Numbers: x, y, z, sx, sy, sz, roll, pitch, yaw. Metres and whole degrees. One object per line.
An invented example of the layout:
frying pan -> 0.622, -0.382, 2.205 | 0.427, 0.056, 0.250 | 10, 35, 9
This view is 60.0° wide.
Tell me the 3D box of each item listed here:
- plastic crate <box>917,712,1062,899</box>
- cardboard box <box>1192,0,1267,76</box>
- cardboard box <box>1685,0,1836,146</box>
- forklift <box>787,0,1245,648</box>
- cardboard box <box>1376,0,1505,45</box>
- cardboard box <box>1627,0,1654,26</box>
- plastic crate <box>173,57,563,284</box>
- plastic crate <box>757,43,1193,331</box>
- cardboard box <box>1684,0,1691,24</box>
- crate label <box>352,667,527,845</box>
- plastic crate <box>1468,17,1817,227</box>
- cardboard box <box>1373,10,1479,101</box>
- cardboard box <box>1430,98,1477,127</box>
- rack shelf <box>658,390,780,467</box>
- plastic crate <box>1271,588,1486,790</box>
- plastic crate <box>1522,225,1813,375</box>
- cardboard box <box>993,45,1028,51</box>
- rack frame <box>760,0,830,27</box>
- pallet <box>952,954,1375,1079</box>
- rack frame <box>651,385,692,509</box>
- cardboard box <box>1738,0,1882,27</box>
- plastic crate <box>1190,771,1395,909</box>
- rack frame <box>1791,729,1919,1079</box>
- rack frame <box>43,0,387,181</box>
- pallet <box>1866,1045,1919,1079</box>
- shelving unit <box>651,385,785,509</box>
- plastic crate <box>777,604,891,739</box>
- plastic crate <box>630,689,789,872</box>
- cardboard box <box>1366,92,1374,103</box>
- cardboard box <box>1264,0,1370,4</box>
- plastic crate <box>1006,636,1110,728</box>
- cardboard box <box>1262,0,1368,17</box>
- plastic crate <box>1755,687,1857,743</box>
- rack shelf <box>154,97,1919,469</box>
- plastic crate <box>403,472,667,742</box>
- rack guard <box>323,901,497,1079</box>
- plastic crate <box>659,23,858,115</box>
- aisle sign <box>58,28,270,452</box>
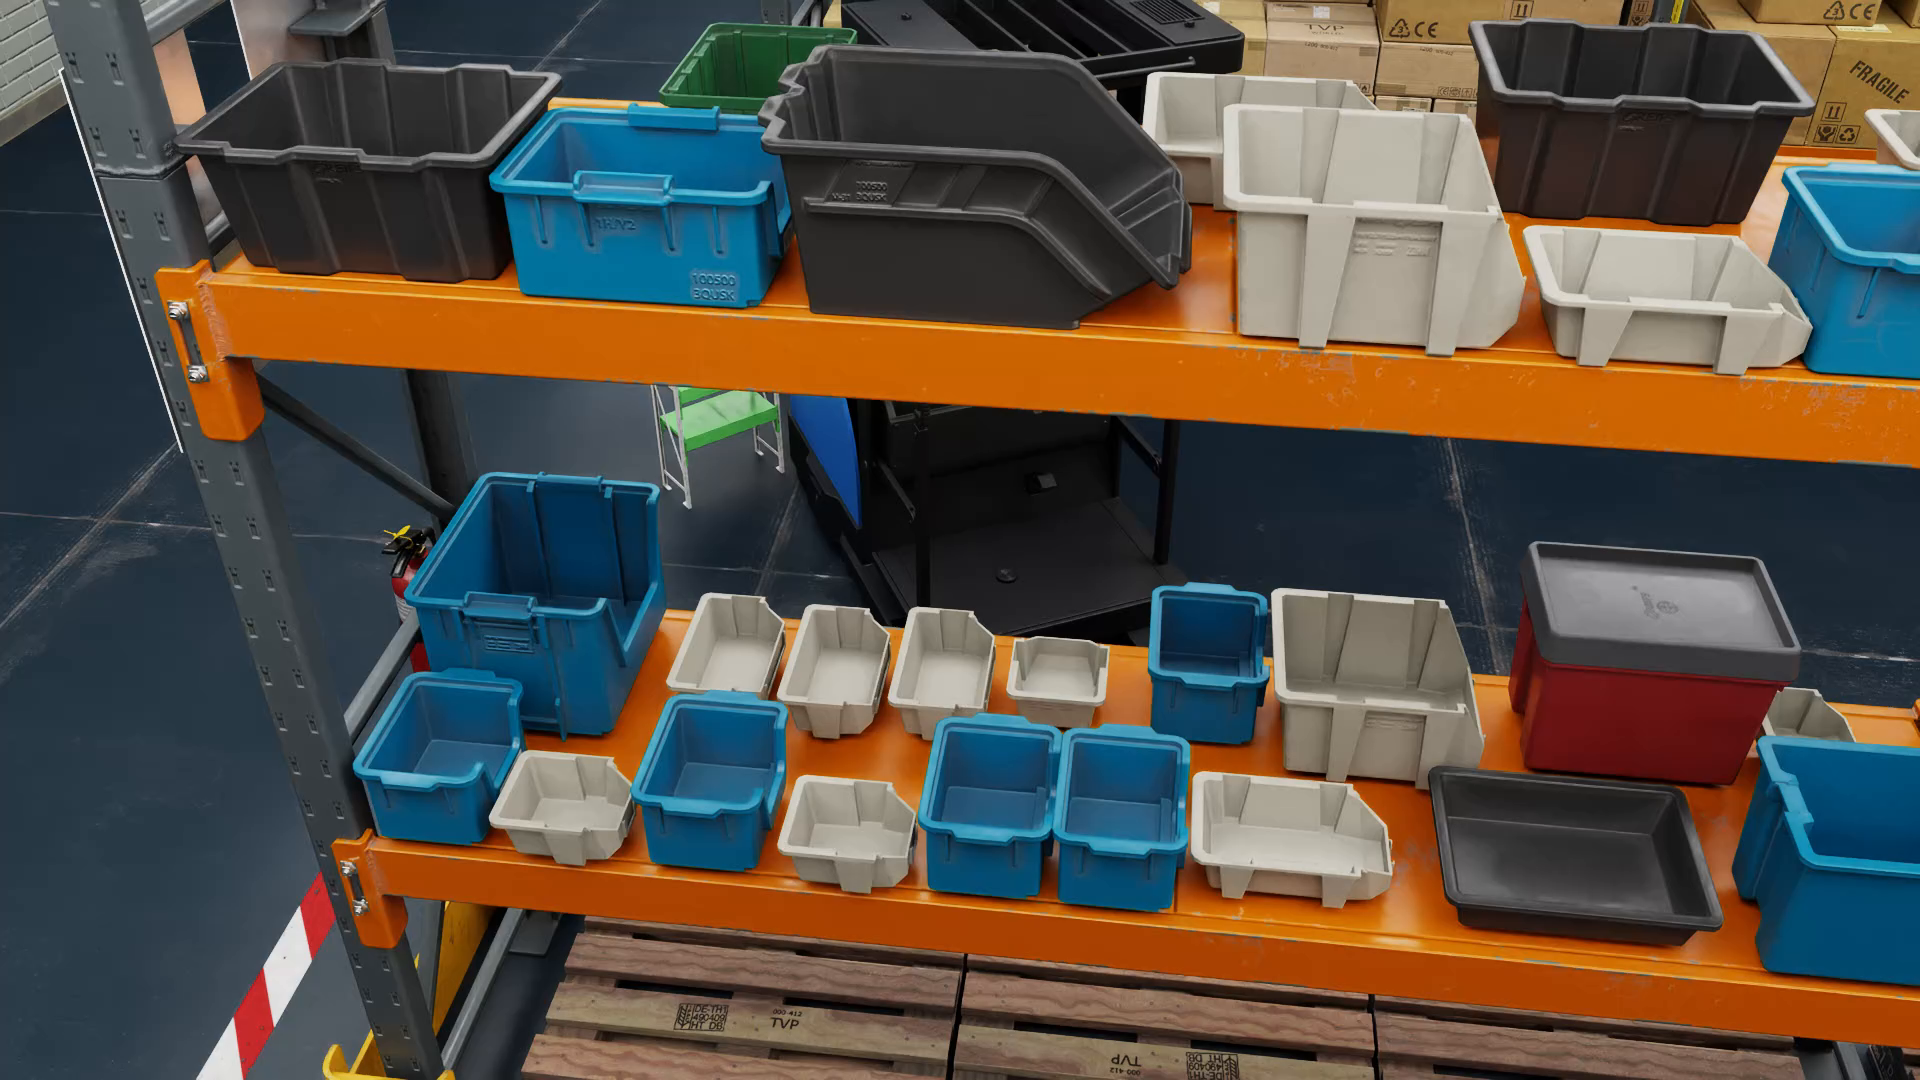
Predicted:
plastic crate -> 0.073, 0.631, 3.877 | 0.300, 0.233, 0.416 | 4, 36, 6
cardboard box -> 1.169, -2.332, 7.808 | 0.500, 0.250, 0.500 | 4, 36, 5
cardboard box -> 3.587, -2.139, 7.579 | 0.500, 0.500, 0.500 | 4, 36, 6
forklift -> 0.227, -0.855, 5.926 | 1.130, 2.935, 3.031 | -13, 37, -17
cardboard box -> 2.176, -2.561, 7.484 | 0.500, 0.500, 0.500 | 5, 36, 6
cardboard box -> 5.119, -4.035, 12.111 | 0.500, 0.500, 0.500 | 6, 36, 8
plastic crate -> -1.089, -0.697, 3.175 | 0.590, 0.269, 0.497 | 4, 36, 6
plastic crate -> 0.045, -0.643, 3.040 | 0.767, 0.338, 0.504 | 4, 36, 6
cardboard box -> 3.661, -2.440, 8.000 | 0.500, 0.500, 0.500 | 4, 36, 6
crate label -> -1.233, 0.533, 4.013 | 0.303, 0.233, 0.416 | 4, 36, 6
plastic crate -> 1.335, -0.840, 3.375 | 0.590, 0.269, 0.497 | 4, 36, 6
cardboard box -> 2.178, -2.255, 7.700 | 0.500, 0.250, 0.500 | 5, 36, 7
cardboard box -> 2.309, -2.046, 7.751 | 0.250, 0.149, 0.380 | 4, 36, 5
rack shelf -> -1.084, -0.522, 7.472 | 0.480, 0.148, 0.258 | -23, 42, -29
plastic crate -> 1.041, 0.382, 4.183 | 0.530, 0.282, 0.437 | 4, 36, 6
plastic crate -> 1.222, -0.411, 2.889 | 0.466, 0.136, 0.293 | 4, 36, 6
cardboard box -> 0.153, -2.407, 7.913 | 0.500, 0.250, 0.500 | 4, 36, 5
rack frame -> -0.805, -2.572, 8.272 | 0.127, 3.000, 1.000 | 4, 36, 6
pallet -> 0.584, 1.592, 4.838 | 1.213, 0.211, 1.003 | 4, 36, 6
rack frame -> -1.279, -0.685, 7.176 | 0.015, 1.200, 0.240 | -23, 42, -29
cardboard box -> 3.797, -2.683, 7.477 | 0.637, 0.503, 0.797 | 3, 36, 5
plastic crate -> 0.766, 0.705, 3.856 | 0.466, 0.136, 0.293 | 4, 36, 6
rack frame -> 2.532, 0.578, 3.859 | 0.127, 3.000, 1.000 | 4, 36, 6
rack frame -> -1.436, -2.160, 2.531 | 0.127, 3.000, 1.000 | 4, 36, 6
pallet -> 3.292, 1.794, 4.555 | 1.213, 0.211, 1.003 | 4, 36, 6
shelving unit -> -1.084, -0.769, 7.295 | 0.503, 1.200, 0.258 | -23, 42, -29
plastic crate -> -0.318, 0.350, 4.352 | 0.243, 0.136, 0.396 | 4, 36, 6
plastic crate -> -0.580, 0.582, 3.945 | 0.300, 0.233, 0.416 | 4, 36, 6
cardboard box -> 1.798, -2.084, 7.804 | 0.250, 0.149, 0.380 | 5, 36, 7
cardboard box -> 1.716, -2.901, 7.960 | 0.500, 0.500, 0.500 | 3, 36, 4
plastic crate -> 0.257, 0.368, 4.328 | 0.250, 0.136, 0.298 | 4, 36, 6
cardboard box -> 1.723, -2.597, 8.179 | 0.500, 0.250, 0.500 | 5, 36, 7
plastic crate -> 2.088, 0.544, 4.081 | 0.243, 0.136, 0.396 | 4, 36, 6
rack shelf -> 0.548, -0.499, 3.404 | 4.000, 0.370, 1.077 | 4, 36, 6
plastic crate -> -1.080, 0.160, 4.362 | 0.499, 0.435, 0.616 | 4, 36, 6
rack guard -> -1.461, 1.305, 4.992 | 0.348, 0.500, 1.175 | 4, 36, 6
plastic crate -> -0.421, -0.945, 3.592 | 0.336, 0.188, 0.450 | 4, 36, 6
aisle sign -> -1.545, -0.611, 3.286 | 0.004, 0.787, 0.394 | 4, 36, 6
